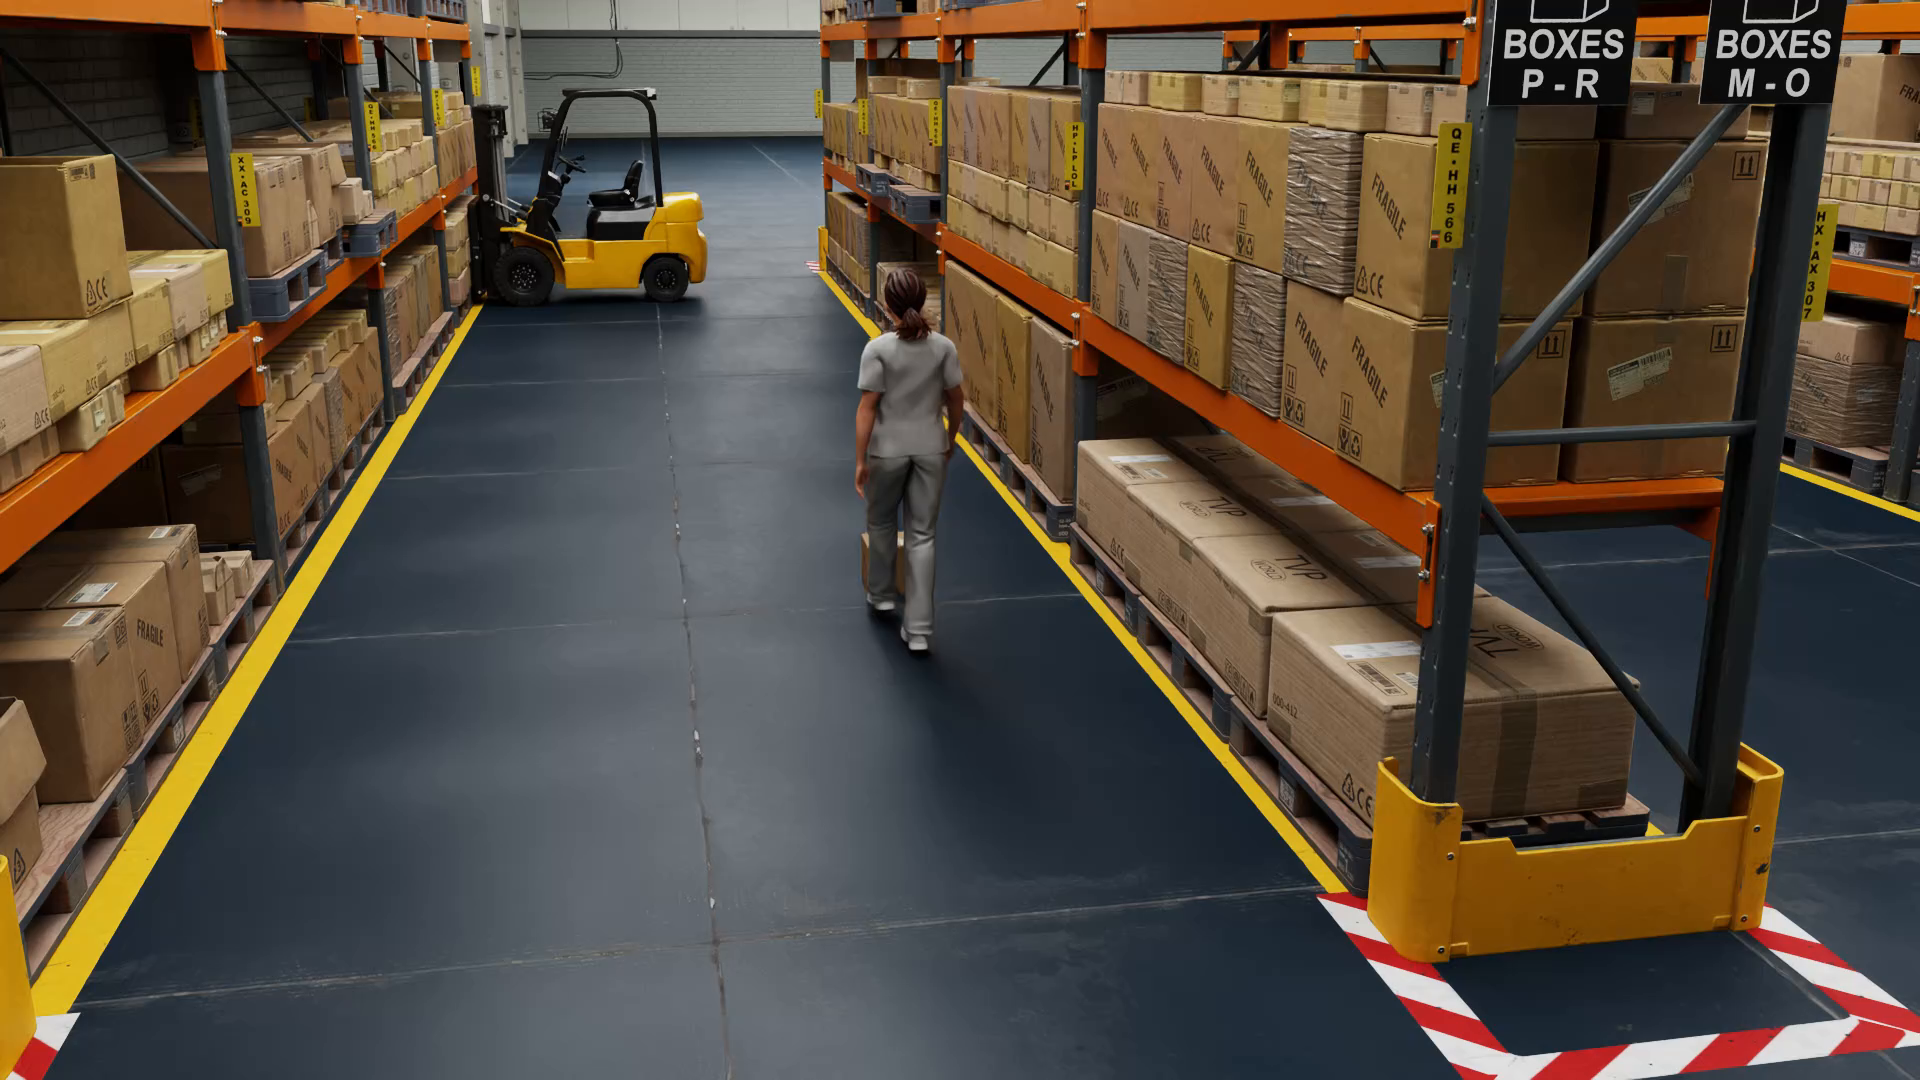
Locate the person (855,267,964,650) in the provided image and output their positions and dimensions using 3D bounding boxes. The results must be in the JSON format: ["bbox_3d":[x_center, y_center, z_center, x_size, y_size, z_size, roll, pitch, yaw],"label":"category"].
[{"bbox_3d":[-0.238,-0.401,7.369,0.493,1.649,0.798,-2,17,-6],"label":"person"}]
